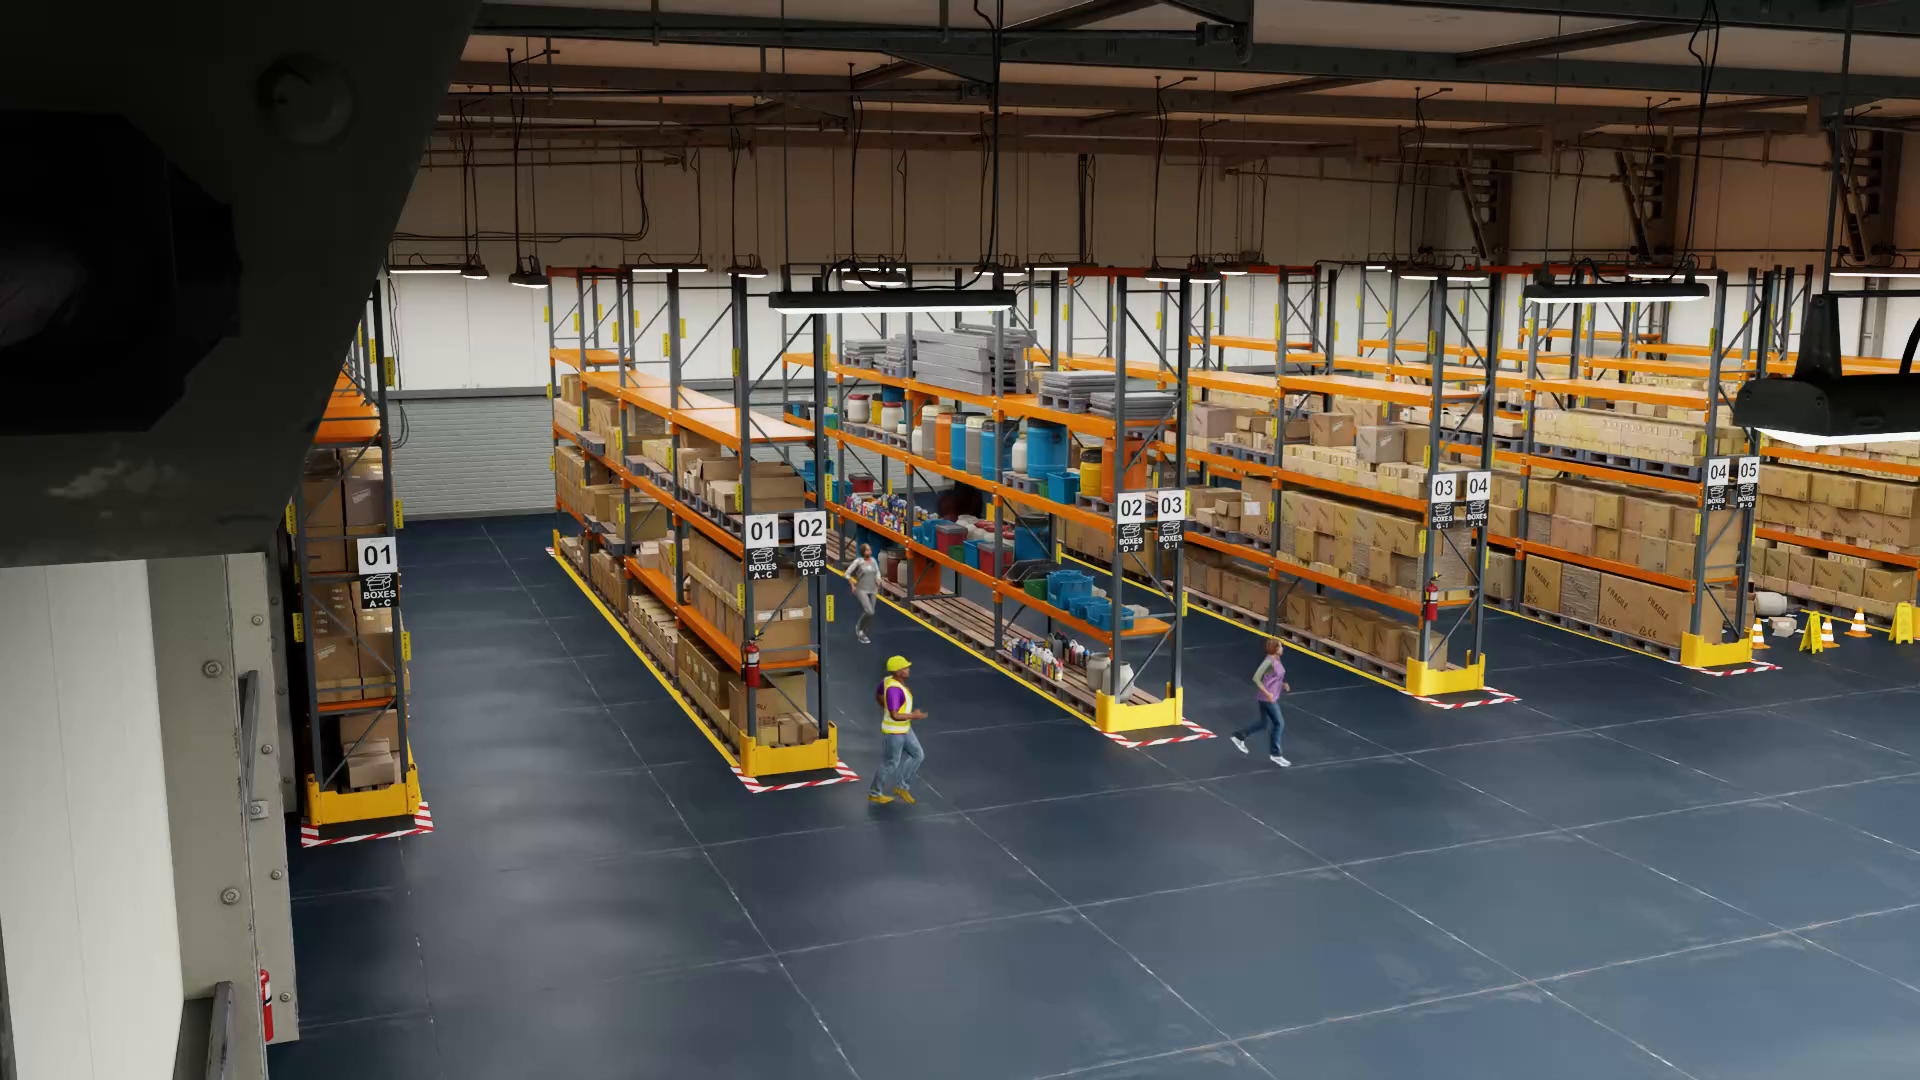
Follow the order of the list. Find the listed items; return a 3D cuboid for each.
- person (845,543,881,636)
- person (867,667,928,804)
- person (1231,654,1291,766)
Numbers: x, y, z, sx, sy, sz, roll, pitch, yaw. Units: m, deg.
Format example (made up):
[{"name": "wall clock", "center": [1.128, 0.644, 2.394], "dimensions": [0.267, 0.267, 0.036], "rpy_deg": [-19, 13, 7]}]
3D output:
[{"name": "person", "center": [-1.431, 0.794, 25.650], "dimensions": [0.524, 1.501, 0.554], "rpy_deg": [-7, 12, -34]}, {"name": "person", "center": [-0.708, 2.218, 19.014], "dimensions": [0.730, 1.751, 0.681], "rpy_deg": [1, 10, 8]}, {"name": "person", "center": [3.758, 2.094, 20.689], "dimensions": [0.759, 1.405, 0.345], "rpy_deg": [3, 10, 18]}]
